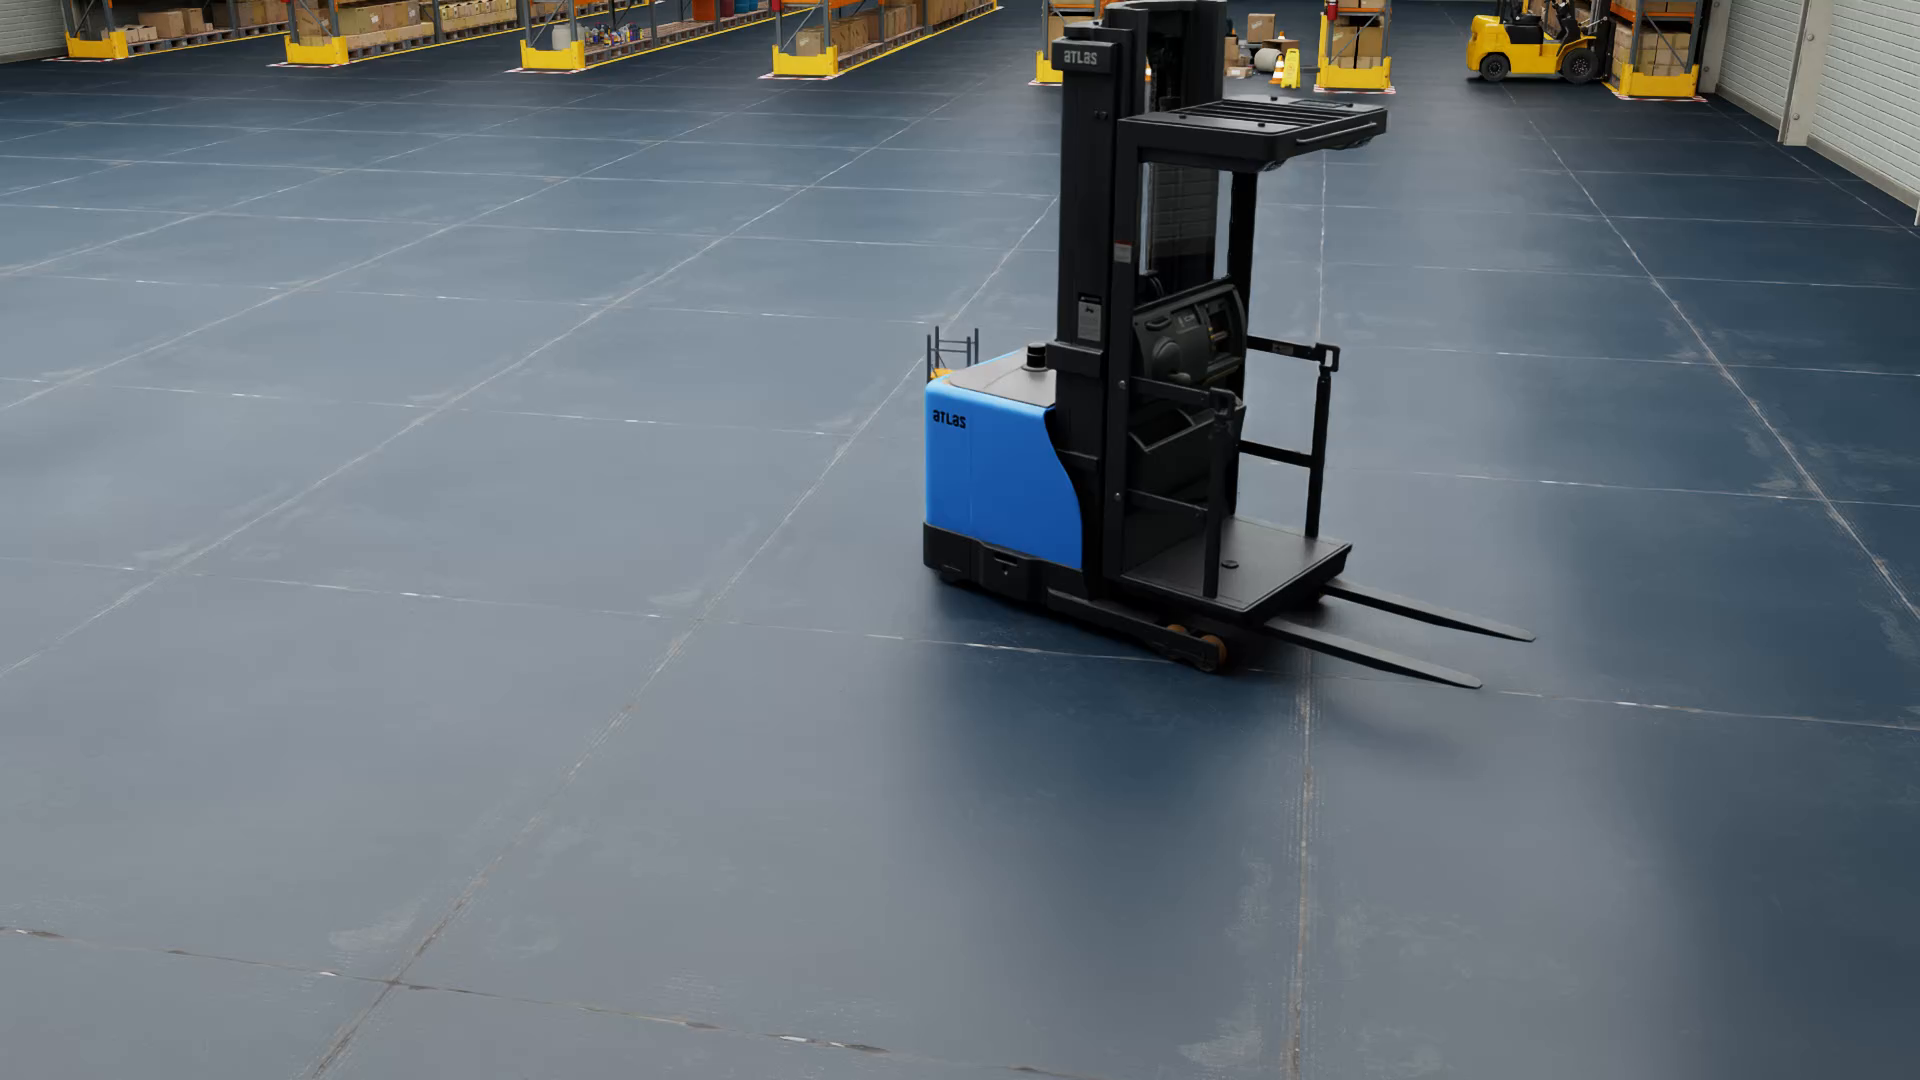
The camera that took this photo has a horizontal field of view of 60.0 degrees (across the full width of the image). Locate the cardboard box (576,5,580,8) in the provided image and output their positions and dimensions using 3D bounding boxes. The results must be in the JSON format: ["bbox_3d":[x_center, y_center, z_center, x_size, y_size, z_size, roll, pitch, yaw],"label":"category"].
[{"bbox_3d":[-10.050,-13.810,42.386,0.500,0.500,0.500,5,22,11],"label":"cardboard box"}]

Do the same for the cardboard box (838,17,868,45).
[{"bbox_3d":[-2.177,-10.358,33.840,0.500,0.500,0.500,4,22,9],"label":"cardboard box"}]

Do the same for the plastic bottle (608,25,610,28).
[{"bbox_3d":[-7.334,-10.576,34.646,0.061,0.283,0.133,4,22,11],"label":"plastic bottle"}]

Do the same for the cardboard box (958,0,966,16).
[{"bbox_3d":[-0.535,-13.365,40.806,1.225,0.875,0.875,5,22,11],"label":"cardboard box"}]

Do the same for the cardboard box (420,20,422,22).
[{"bbox_3d":[-11.952,-11.315,36.553,0.500,0.250,0.500,4,22,10],"label":"cardboard box"}]

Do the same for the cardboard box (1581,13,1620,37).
[{"bbox_3d":[12.918,-10.177,33.223,0.875,0.625,0.625,4,22,9],"label":"cardboard box"}]

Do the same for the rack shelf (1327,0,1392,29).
[{"bbox_3d":[7.237,-9.645,30.250,1.077,0.370,4.000,4,22,11],"label":"rack shelf"}]

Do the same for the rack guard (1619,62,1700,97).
[{"bbox_3d":[11.684,-7.702,27.808,1.175,0.500,0.348,4,22,11],"label":"rack guard"}]

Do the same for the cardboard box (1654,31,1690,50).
[{"bbox_3d":[11.973,-8.415,28.012,0.500,0.250,0.500,4,22,10],"label":"cardboard box"}]

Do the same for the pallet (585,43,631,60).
[{"bbox_3d":[-7.329,-9.860,33.553,1.003,0.211,1.213,4,22,11],"label":"pallet"}]

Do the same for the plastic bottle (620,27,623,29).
[{"bbox_3d":[-6.943,-10.458,34.363,0.152,0.276,0.135,4,22,11],"label":"plastic bottle"}]

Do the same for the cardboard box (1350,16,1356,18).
[{"bbox_3d":[7.163,-9.586,31.254,0.500,0.500,0.500,5,23,13],"label":"cardboard box"}]

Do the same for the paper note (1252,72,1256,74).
[{"bbox_3d":[5.394,-8.662,30.834,0.148,0.019,0.142,13,25,29],"label":"paper note"}]

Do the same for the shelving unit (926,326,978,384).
[{"bbox_3d":[-0.039,-0.563,9.146,0.258,1.200,0.189,5,22,12],"label":"shelving unit"}]

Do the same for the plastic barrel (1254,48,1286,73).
[{"bbox_3d":[5.769,-8.923,30.943,0.421,0.421,0.512,-16,27,-35],"label":"plastic barrel"}]

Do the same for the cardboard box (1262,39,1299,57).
[{"bbox_3d":[6.095,-9.264,31.683,0.500,0.500,0.500,-16,27,-35],"label":"cardboard box"}]

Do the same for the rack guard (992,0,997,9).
[{"bbox_3d":[0.397,-14.704,45.193,1.175,0.500,0.348,4,22,11],"label":"rack guard"}]

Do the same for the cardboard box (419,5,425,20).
[{"bbox_3d":[-11.951,-11.572,36.438,0.500,0.311,0.500,4,22,11],"label":"cardboard box"}]

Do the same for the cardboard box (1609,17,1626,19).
[{"bbox_3d":[12.099,-9.563,30.864,0.500,0.250,0.500,4,22,10],"label":"cardboard box"}]

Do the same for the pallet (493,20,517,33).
[{"bbox_3d":[-11.143,-12.094,39.099,1.003,0.211,1.213,4,22,11],"label":"pallet"}]

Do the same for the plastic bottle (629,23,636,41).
[{"bbox_3d":[-6.793,-10.491,34.344,0.144,0.351,0.185,3,22,8],"label":"plastic bottle"}]

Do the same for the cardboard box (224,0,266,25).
[{"bbox_3d":[-16.413,-12.106,38.155,0.700,0.500,0.500,4,22,10],"label":"cardboard box"}]

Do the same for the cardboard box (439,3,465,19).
[{"bbox_3d":[-11.318,-11.717,36.798,0.500,0.311,0.500,4,22,10],"label":"cardboard box"}]

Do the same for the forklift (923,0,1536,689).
[{"bbox_3d":[1.267,-0.966,7.829,3.031,2.935,1.130,17,27,36],"label":"forklift"}]

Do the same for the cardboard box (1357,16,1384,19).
[{"bbox_3d":[7.685,-9.554,31.177,0.500,0.500,0.500,5,22,12],"label":"cardboard box"}]

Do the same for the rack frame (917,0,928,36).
[{"bbox_3d":[-1.240,-12.929,37.440,1.000,3.000,0.127,4,22,11],"label":"rack frame"}]

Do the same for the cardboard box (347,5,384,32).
[{"bbox_3d":[-12.053,-10.573,33.705,0.500,0.500,0.500,4,22,11],"label":"cardboard box"}]

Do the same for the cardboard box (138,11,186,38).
[{"bbox_3d":[-16.875,-10.899,35.158,0.700,0.500,0.500,3,22,8],"label":"cardboard box"}]

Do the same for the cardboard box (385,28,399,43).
[{"bbox_3d":[-11.935,-10.406,34.296,0.500,0.250,0.500,4,22,11],"label":"cardboard box"}]

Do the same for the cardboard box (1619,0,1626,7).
[{"bbox_3d":[11.752,-9.493,28.776,0.500,0.500,0.500,4,22,10],"label":"cardboard box"}]

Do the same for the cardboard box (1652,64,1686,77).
[{"bbox_3d":[11.981,-7.954,28.208,0.500,0.250,0.500,5,22,11],"label":"cardboard box"}]

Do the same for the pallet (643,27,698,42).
[{"bbox_3d":[-6.536,-11.287,37.098,1.003,0.211,1.213,4,22,11],"label":"pallet"}]

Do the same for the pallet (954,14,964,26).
[{"bbox_3d":[-0.507,-12.810,40.878,1.003,0.211,1.213,4,22,11],"label":"pallet"}]

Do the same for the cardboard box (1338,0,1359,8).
[{"bbox_3d":[6.696,-9.284,28.726,0.380,0.149,0.250,5,23,13],"label":"cardboard box"}]

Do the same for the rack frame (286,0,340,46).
[{"bbox_3d":[-12.569,-10.759,32.054,1.000,3.000,0.127,4,22,11],"label":"rack frame"}]

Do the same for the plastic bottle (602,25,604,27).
[{"bbox_3d":[-7.438,-10.580,34.667,0.152,0.276,0.135,5,23,13],"label":"plastic bottle"}]

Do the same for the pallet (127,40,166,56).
[{"bbox_3d":[-17.204,-10.164,34.309,1.003,0.211,1.213,4,22,11],"label":"pallet"}]

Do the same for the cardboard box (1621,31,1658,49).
[{"bbox_3d":[11.478,-8.446,28.089,0.500,0.250,0.500,5,23,13],"label":"cardboard box"}]

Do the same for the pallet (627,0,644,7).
[{"bbox_3d":[-9.482,-14.998,46.311,1.003,0.211,1.213,4,22,11],"label":"pallet"}]

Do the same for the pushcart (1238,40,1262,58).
[{"bbox_3d":[5.403,-9.649,32.808,1.648,0.377,0.936,-3,22,-8],"label":"pushcart"}]

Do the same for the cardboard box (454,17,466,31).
[{"bbox_3d":[-11.323,-11.457,36.905,0.500,0.250,0.500,5,22,12],"label":"cardboard box"}]

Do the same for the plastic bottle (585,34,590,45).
[{"bbox_3d":[-7.543,-10.130,33.647,0.097,0.201,0.097,0,22,0],"label":"plastic bottle"}]

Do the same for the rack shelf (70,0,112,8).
[{"bbox_3d":[-17.012,-11.533,34.938,1.077,0.370,4.000,4,22,11],"label":"rack shelf"}]

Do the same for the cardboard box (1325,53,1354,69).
[{"bbox_3d":[6.736,-8.492,29.541,0.500,0.250,0.500,4,22,11],"label":"cardboard box"}]

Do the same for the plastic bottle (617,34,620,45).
[{"bbox_3d":[-6.935,-10.124,33.633,0.097,0.201,0.097,0,22,0],"label":"plastic bottle"}]

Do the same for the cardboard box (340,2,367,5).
[{"bbox_3d":[-12.458,-10.795,34.257,0.500,0.500,0.500,4,22,11],"label":"cardboard box"}]

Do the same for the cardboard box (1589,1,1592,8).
[{"bbox_3d":[13.938,-11.683,36.263,0.380,0.149,0.250,4,22,10],"label":"cardboard box"}]

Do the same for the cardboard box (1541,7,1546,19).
[{"bbox_3d":[14.037,-12.542,39.578,0.396,0.266,0.258,5,23,13],"label":"cardboard box"}]

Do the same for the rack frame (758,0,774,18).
[{"bbox_3d":[-5.272,-14.769,42.010,1.000,3.000,0.127,4,22,11],"label":"rack frame"}]

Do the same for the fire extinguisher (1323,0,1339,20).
[{"bbox_3d":[6.355,-9.205,28.297,0.296,0.674,0.183,4,22,11],"label":"fire extinguisher"}]

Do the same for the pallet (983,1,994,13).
[{"bbox_3d":[0.306,-14.262,44.485,1.003,0.211,1.213,4,22,11],"label":"pallet"}]

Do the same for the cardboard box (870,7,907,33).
[{"bbox_3d":[-1.567,-11.315,36.190,0.700,0.500,0.500,6,23,15],"label":"cardboard box"}]

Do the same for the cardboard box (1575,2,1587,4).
[{"bbox_3d":[13.297,-11.527,35.876,0.380,0.149,0.250,4,22,9],"label":"cardboard box"}]

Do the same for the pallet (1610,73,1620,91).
[{"bbox_3d":[11.804,-7.860,28.587,1.003,0.211,1.213,4,22,11],"label":"pallet"}]

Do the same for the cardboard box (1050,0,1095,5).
[{"bbox_3d":[1.994,-9.796,29.462,0.875,0.550,0.550,4,22,11],"label":"cardboard box"}]
